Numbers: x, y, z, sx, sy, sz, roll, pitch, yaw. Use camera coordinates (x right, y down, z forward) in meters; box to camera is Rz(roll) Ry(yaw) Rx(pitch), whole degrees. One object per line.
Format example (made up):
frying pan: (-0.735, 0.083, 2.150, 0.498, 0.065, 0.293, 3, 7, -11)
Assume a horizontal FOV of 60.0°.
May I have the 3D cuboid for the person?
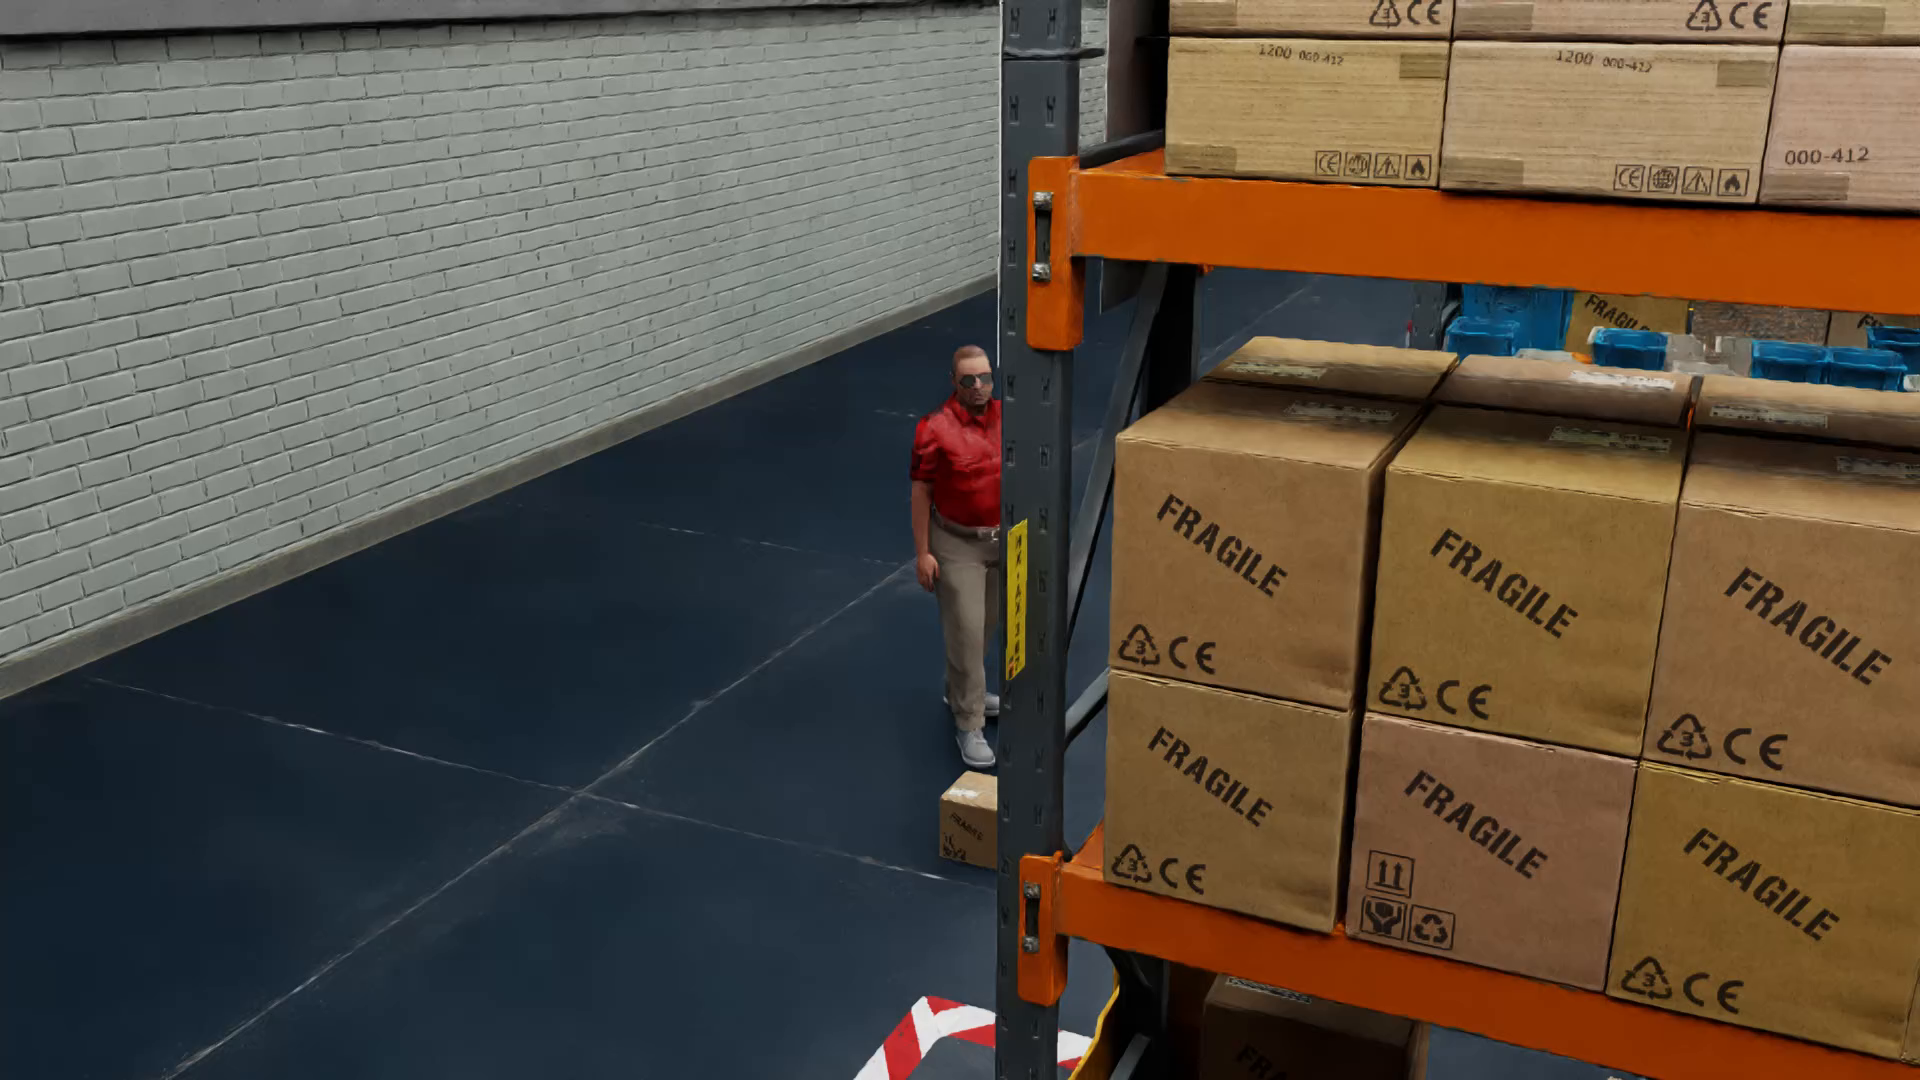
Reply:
person: (0.033, 0.026, 7.056, 0.415, 1.569, 0.465, -14, 24, -36)
